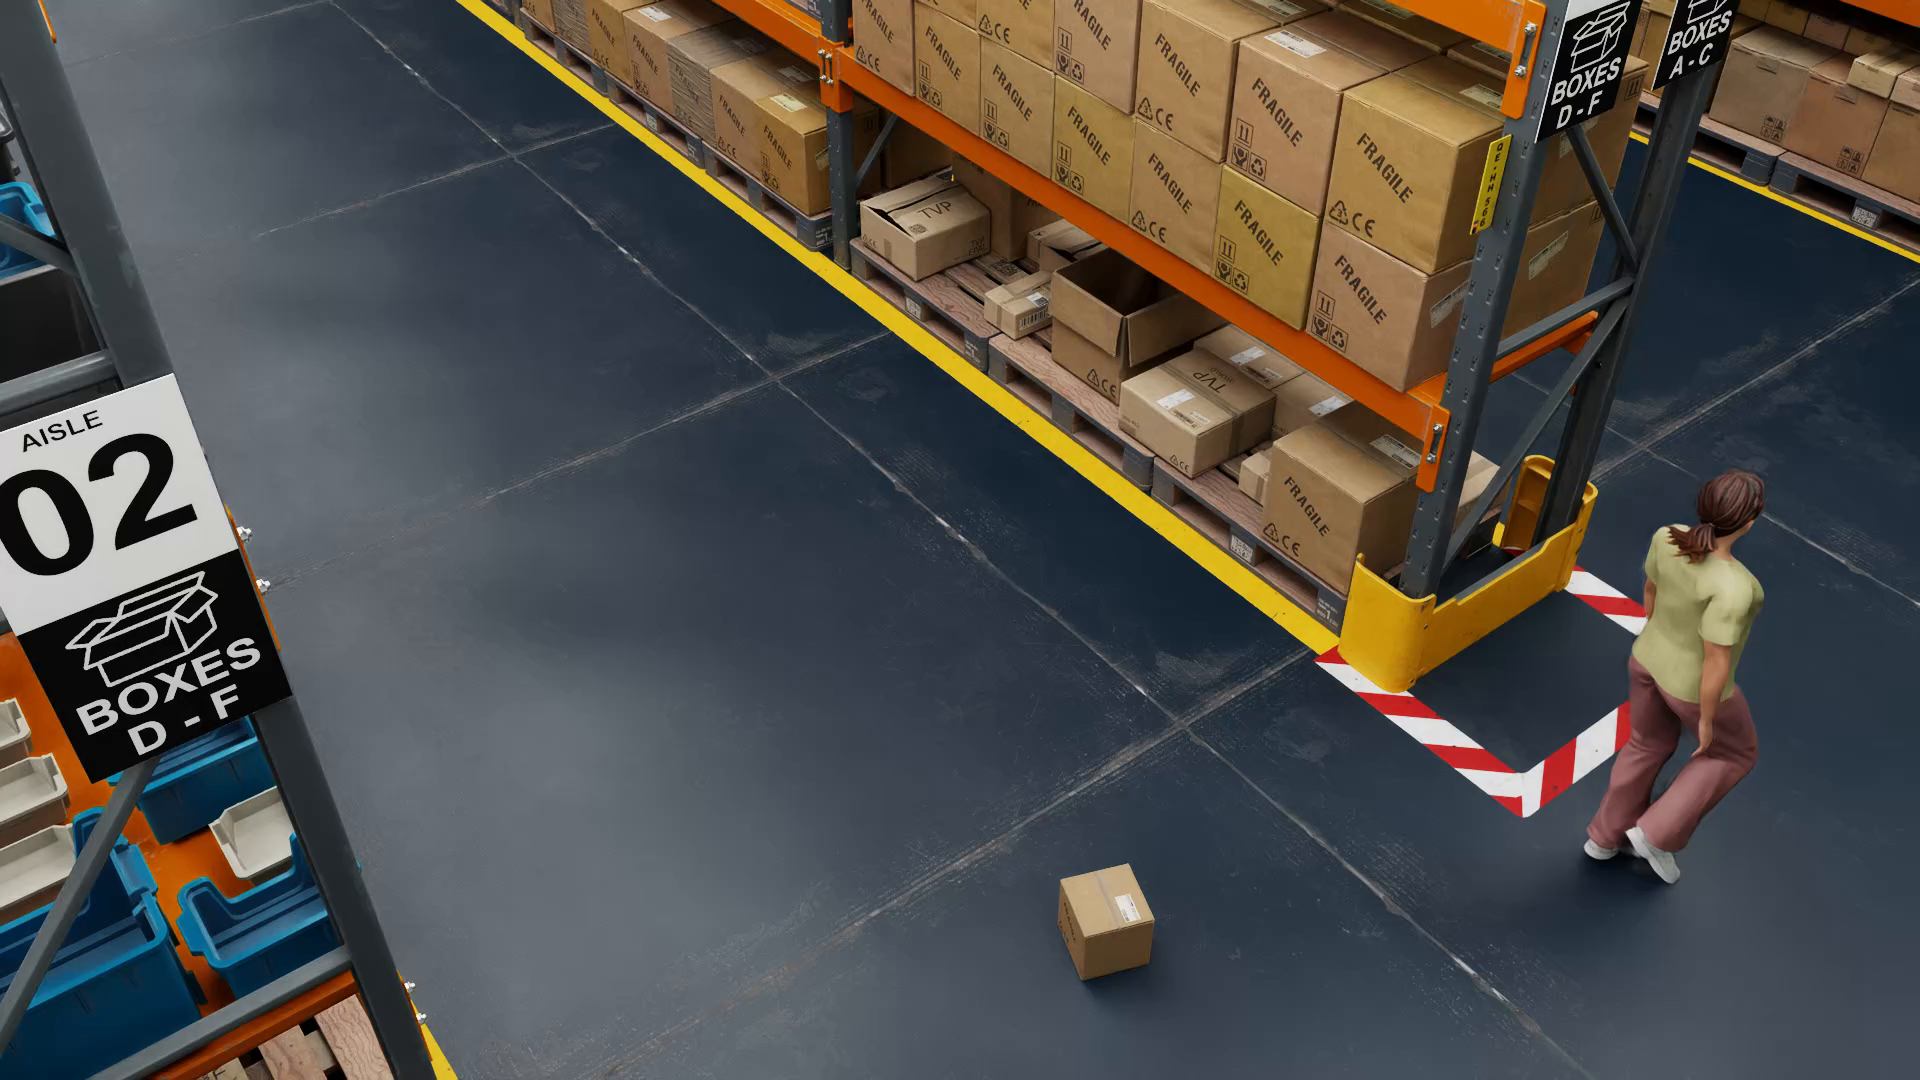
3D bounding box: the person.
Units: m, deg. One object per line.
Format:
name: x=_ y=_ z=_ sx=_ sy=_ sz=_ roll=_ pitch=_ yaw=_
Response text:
person: x=2.463 y=0.460 z=5.603 sx=0.472 sy=1.680 sz=0.511 roll=-12 pitch=42 yaw=-14
